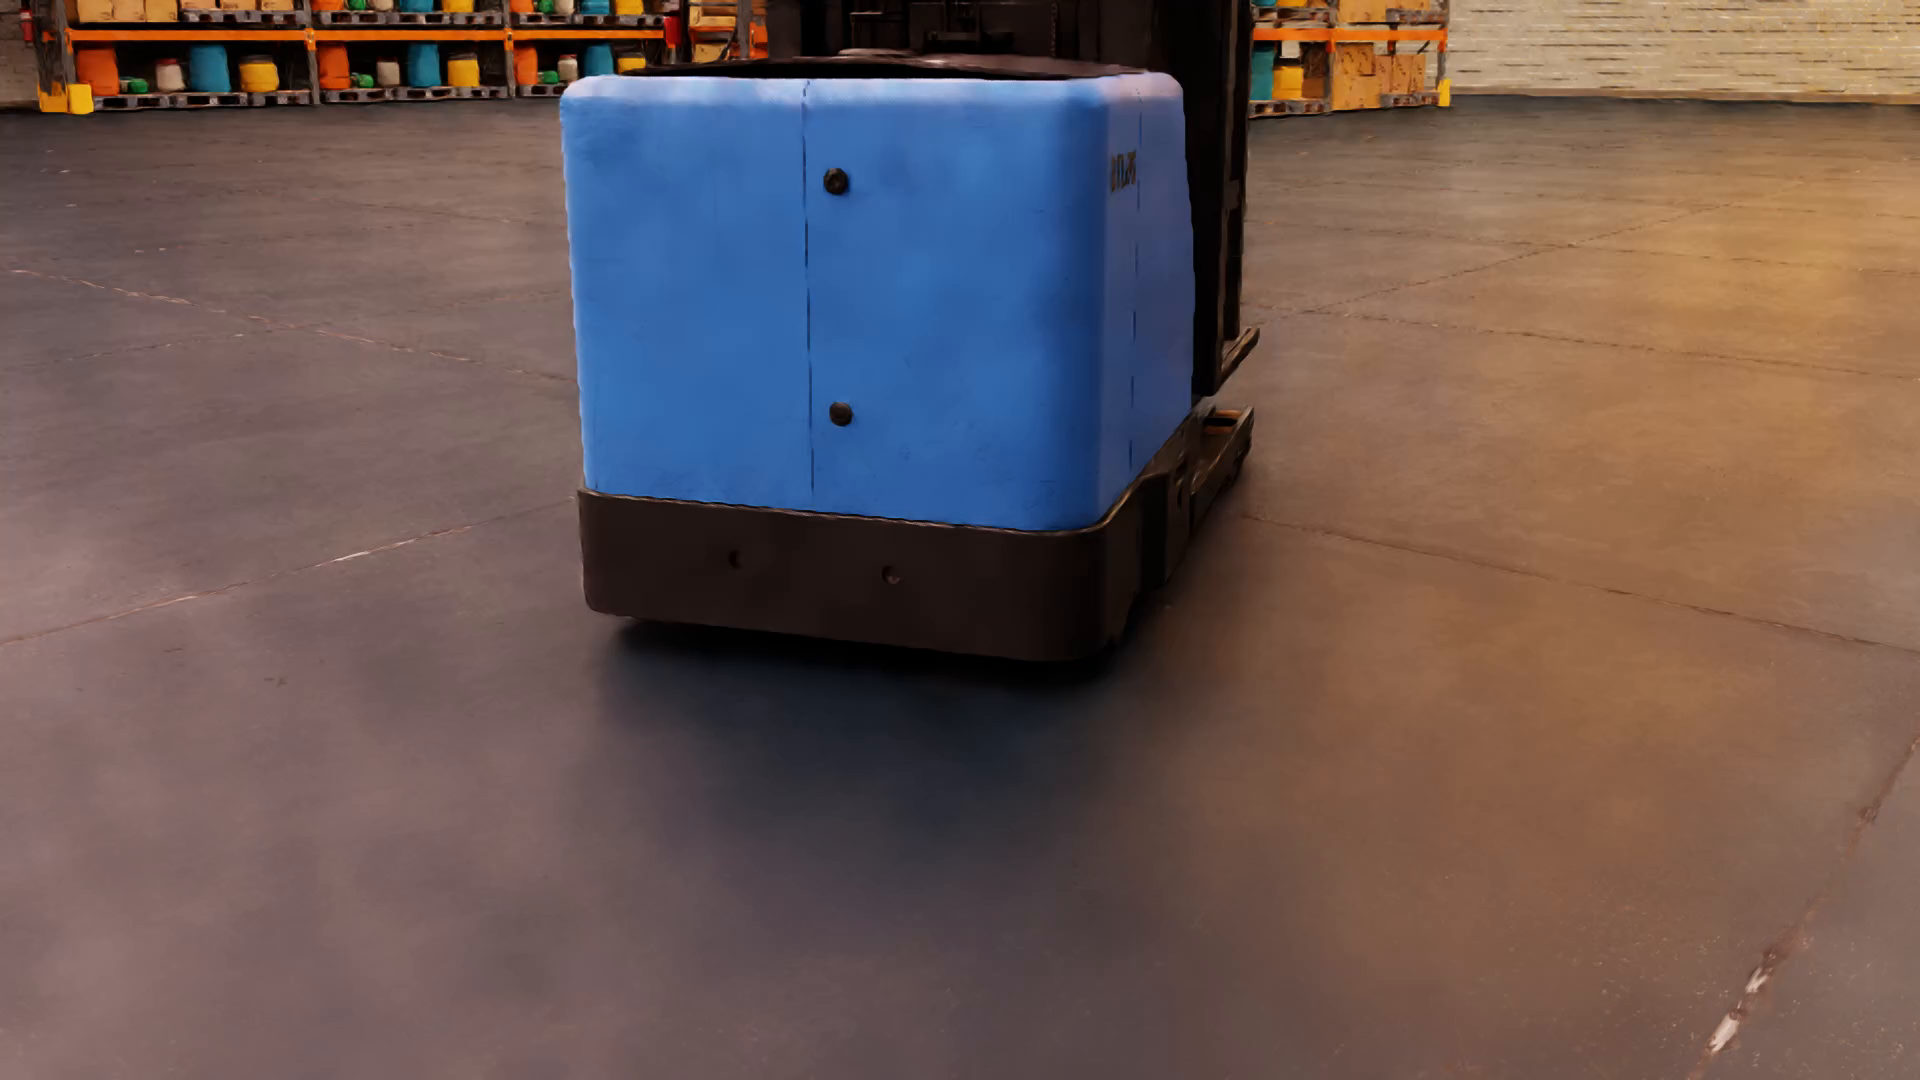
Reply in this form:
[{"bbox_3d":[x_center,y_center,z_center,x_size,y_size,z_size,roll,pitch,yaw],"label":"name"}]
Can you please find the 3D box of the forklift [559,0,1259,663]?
[{"bbox_3d":[0.182,-1.571,4.072,1.130,2.935,3.031,5,18,17],"label":"forklift"}]
